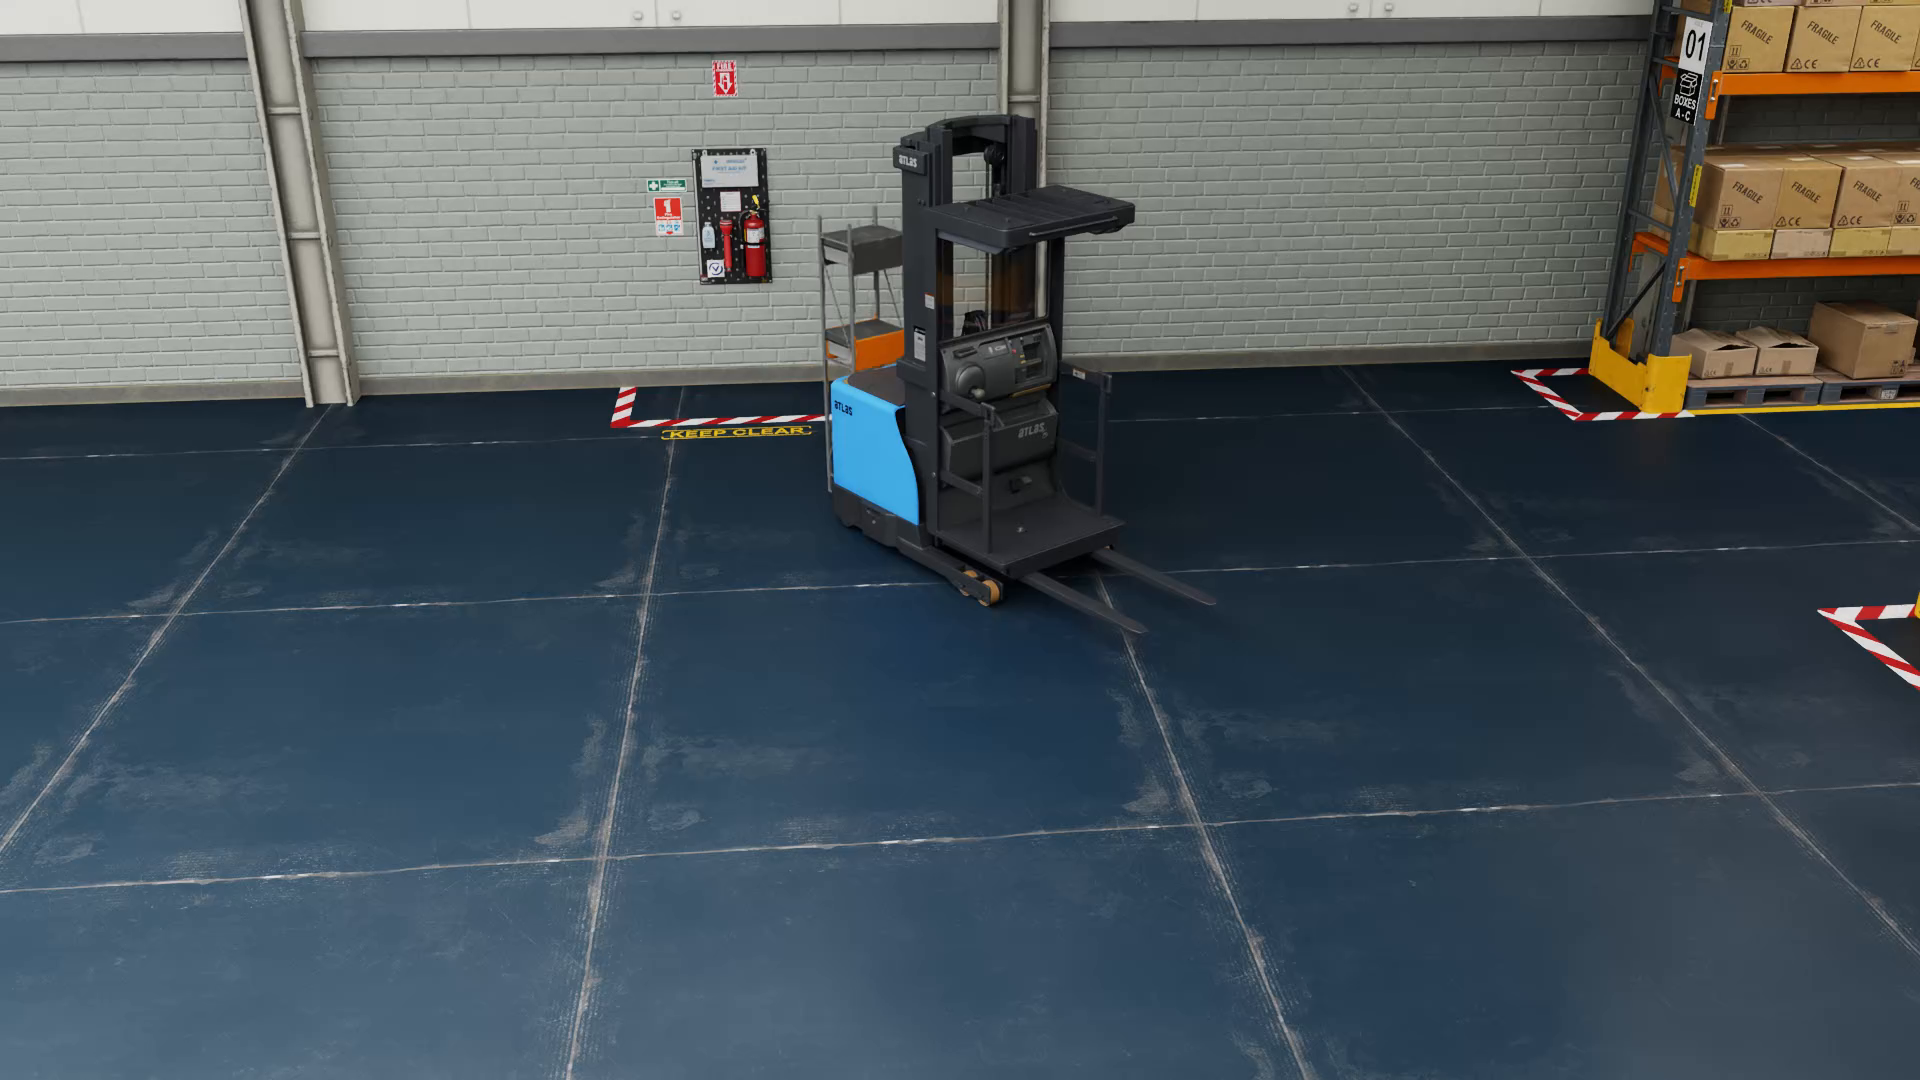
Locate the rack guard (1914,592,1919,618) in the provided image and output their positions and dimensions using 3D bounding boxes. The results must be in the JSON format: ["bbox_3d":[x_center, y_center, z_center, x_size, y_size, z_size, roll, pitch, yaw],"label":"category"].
[{"bbox_3d":[6.350,0.460,10.100,0.348,0.500,1.175,-2,24,-5],"label":"rack guard"}]

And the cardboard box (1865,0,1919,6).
[{"bbox_3d":[7.304,-4.510,13.131,0.500,0.500,0.500,-2,24,-4],"label":"cardboard box"}]

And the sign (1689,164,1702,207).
[{"bbox_3d":[5.937,-2.862,13.430,0.005,0.325,0.100,-2,24,-5],"label":"sign"}]

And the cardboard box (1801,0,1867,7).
[{"bbox_3d":[6.795,-4.485,13.075,0.500,0.500,0.500,-3,24,-6],"label":"cardboard box"}]

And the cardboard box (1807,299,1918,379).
[{"bbox_3d":[7.883,-1.767,14.569,0.500,0.500,0.700,-4,24,-8],"label":"cardboard box"}]

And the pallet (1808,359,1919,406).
[{"bbox_3d":[7.982,-1.480,14.820,1.213,0.211,1.003,-2,24,-5],"label":"pallet"}]

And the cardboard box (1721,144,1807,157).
[{"bbox_3d":[6.833,-3.090,14.245,0.500,0.500,0.500,-2,24,-4],"label":"cardboard box"}]

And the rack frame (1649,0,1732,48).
[{"bbox_3d":[5.883,-5.427,12.880,0.127,3.000,1.000,-2,24,-5],"label":"rack frame"}]

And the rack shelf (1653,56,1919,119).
[{"bbox_3d":[7.874,-3.807,13.815,4.000,0.370,1.077,-2,24,-5],"label":"rack shelf"}]

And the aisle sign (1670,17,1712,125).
[{"bbox_3d":[5.841,-3.749,13.292,0.004,0.787,0.394,-2,24,-5],"label":"aisle sign"}]

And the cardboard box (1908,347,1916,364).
[{"bbox_3d":[8.270,-1.688,14.822,0.250,0.149,0.380,-4,24,-9],"label":"cardboard box"}]

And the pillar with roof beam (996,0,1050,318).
[{"bbox_3d":[0.947,-3.825,9.276,0.400,9.000,9.100,-2,24,-5],"label":"pillar with roof beam"}]

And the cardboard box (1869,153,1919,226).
[{"bbox_3d":[7.908,-2.926,13.876,0.500,0.500,0.500,-2,24,-3],"label":"cardboard box"}]

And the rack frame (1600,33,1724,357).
[{"bbox_3d":[5.883,-2.686,14.099,0.127,3.000,1.000,-2,24,-5],"label":"rack frame"}]

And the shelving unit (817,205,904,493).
[{"bbox_3d":[-0.684,-1.336,12.163,0.503,2.100,0.431,-18,29,-35],"label":"shelving unit"}]

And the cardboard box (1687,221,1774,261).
[{"bbox_3d":[6.400,-2.517,13.880,0.500,0.250,0.500,-3,24,-7],"label":"cardboard box"}]

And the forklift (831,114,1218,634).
[{"bbox_3d":[0.393,-1.141,10.708,1.130,2.935,3.031,-18,30,-35],"label":"forklift"}]

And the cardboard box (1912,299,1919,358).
[{"bbox_3d":[8.835,-1.846,14.747,0.500,0.500,0.500,-4,24,-9],"label":"cardboard box"}]

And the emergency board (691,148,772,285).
[{"bbox_3d":[-1.939,-2.740,14.222,0.643,1.169,0.194,-2,24,-5],"label":"emergency board"}]

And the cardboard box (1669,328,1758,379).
[{"bbox_3d":[6.581,-1.649,14.536,0.500,0.311,0.500,-5,24,-11],"label":"cardboard box"}]

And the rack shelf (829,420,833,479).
[{"bbox_3d":[-0.678,-0.681,12.447,0.480,0.518,0.431,-18,29,-35],"label":"rack shelf"}]

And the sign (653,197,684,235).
[{"bbox_3d":[-2.500,-2.776,14.259,0.234,0.329,0.001,-2,24,-5],"label":"sign"}]

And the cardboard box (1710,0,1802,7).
[{"bbox_3d":[6.290,-4.485,13.076,0.500,0.500,0.500,-4,24,-9],"label":"cardboard box"}]

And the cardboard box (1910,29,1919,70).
[{"bbox_3d":[7.826,-4.083,13.402,0.500,0.500,0.500,-1,24,-2],"label":"cardboard box"}]

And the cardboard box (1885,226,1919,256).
[{"bbox_3d":[7.926,-2.581,14.024,0.500,0.250,0.500,-2,24,-5],"label":"cardboard box"}]

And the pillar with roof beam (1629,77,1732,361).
[{"bbox_3d":[6.918,-4.064,9.815,0.400,9.000,9.100,-2,24,-5],"label":"pillar with roof beam"}]

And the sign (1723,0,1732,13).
[{"bbox_3d":[5.937,-4.236,12.819,0.005,0.325,0.100,-2,24,-5],"label":"sign"}]

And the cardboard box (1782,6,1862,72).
[{"bbox_3d":[6.779,-4.030,13.284,0.500,0.500,0.500,-1,24,-2],"label":"cardboard box"}]

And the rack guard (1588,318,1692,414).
[{"bbox_3d":[5.959,-1.546,14.613,0.348,0.500,1.175,-2,24,-5],"label":"rack guard"}]

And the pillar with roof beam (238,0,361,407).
[{"bbox_3d":[-5.024,-3.585,8.737,0.400,9.000,9.100,-2,24,-5],"label":"pillar with roof beam"}]

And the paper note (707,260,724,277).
[{"bbox_3d":[-2.122,-2.359,14.448,0.142,0.148,0.016,-2,24,-5],"label":"paper note"}]

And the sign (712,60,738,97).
[{"bbox_3d":[-1.957,-3.840,13.841,0.199,0.298,0.001,-2,24,-5],"label":"sign"}]

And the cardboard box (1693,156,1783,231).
[{"bbox_3d":[6.388,-2.866,13.743,0.500,0.500,0.500,-2,24,-5],"label":"cardboard box"}]

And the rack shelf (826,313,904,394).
[{"bbox_3d":[-0.683,-1.323,12.169,0.480,0.518,0.431,-18,29,-35],"label":"rack shelf"}]

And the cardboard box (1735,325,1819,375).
[{"bbox_3d":[7.148,-1.672,14.587,0.500,0.311,0.500,0,24,-1],"label":"cardboard box"}]

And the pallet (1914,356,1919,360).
[{"bbox_3d":[9.199,-1.530,14.932,1.213,0.211,1.003,-2,24,-5],"label":"pallet"}]

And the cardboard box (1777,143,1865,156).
[{"bbox_3d":[7.347,-3.112,14.295,0.500,0.500,0.500,-3,24,-7],"label":"cardboard box"}]

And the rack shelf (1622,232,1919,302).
[{"bbox_3d":[7.874,-2.437,14.425,4.000,0.370,1.077,-2,24,-5],"label":"rack shelf"}]

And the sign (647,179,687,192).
[{"bbox_3d":[-2.494,-3.015,14.144,0.331,0.109,0.001,-2,24,-5],"label":"sign"}]

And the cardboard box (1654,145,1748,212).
[{"bbox_3d":[6.331,-3.074,14.209,0.500,0.500,0.500,-3,24,-6],"label":"cardboard box"}]

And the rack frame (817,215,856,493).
[{"bbox_3d":[-0.873,-1.273,12.023,0.015,2.100,0.400,-18,29,-35],"label":"rack frame"}]

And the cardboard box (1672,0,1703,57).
[{"bbox_3d":[6.274,-4.230,13.733,0.500,0.500,0.500,-1,24,-1],"label":"cardboard box"}]

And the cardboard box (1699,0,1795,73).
[{"bbox_3d":[6.241,-4.023,13.268,0.500,0.500,0.500,-2,24,-4],"label":"cardboard box"}]

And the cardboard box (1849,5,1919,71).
[{"bbox_3d":[7.295,-4.053,13.334,0.500,0.500,0.500,-1,24,-3],"label":"cardboard box"}]

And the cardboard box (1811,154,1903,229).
[{"bbox_3d":[7.395,-2.900,13.819,0.500,0.500,0.500,-3,24,-7],"label":"cardboard box"}]

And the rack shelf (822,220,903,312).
[{"bbox_3d":[-0.688,-1.965,11.890,0.480,0.518,0.431,-18,29,-35],"label":"rack shelf"}]

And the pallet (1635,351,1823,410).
[{"bbox_3d":[6.771,-1.432,14.713,1.213,0.211,1.003,-2,24,-5],"label":"pallet"}]

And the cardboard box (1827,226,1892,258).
[{"bbox_3d":[7.423,-2.562,13.980,0.500,0.250,0.500,-3,24,-6],"label":"cardboard box"}]

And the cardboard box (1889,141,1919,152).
[{"bbox_3d":[8.364,-3.157,14.397,0.500,0.500,0.500,-2,24,-4],"label":"cardboard box"}]

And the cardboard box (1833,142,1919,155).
[{"bbox_3d":[7.849,-3.132,14.341,0.500,0.500,0.500,-2,24,-4],"label":"cardboard box"}]

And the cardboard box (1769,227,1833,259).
[{"bbox_3d":[6.915,-2.544,13.940,0.500,0.250,0.500,-3,24,-7],"label":"cardboard box"}]

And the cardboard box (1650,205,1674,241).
[{"bbox_3d":[6.329,-2.723,14.344,0.500,0.250,0.500,-2,24,-4],"label":"cardboard box"}]

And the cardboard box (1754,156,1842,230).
[{"bbox_3d":[6.881,-2.882,13.778,0.500,0.500,0.500,-2,24,-5],"label":"cardboard box"}]

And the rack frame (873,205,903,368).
[{"bbox_3d":[-0.494,-1.398,12.304,0.015,2.100,0.400,-18,29,-35],"label":"rack frame"}]
